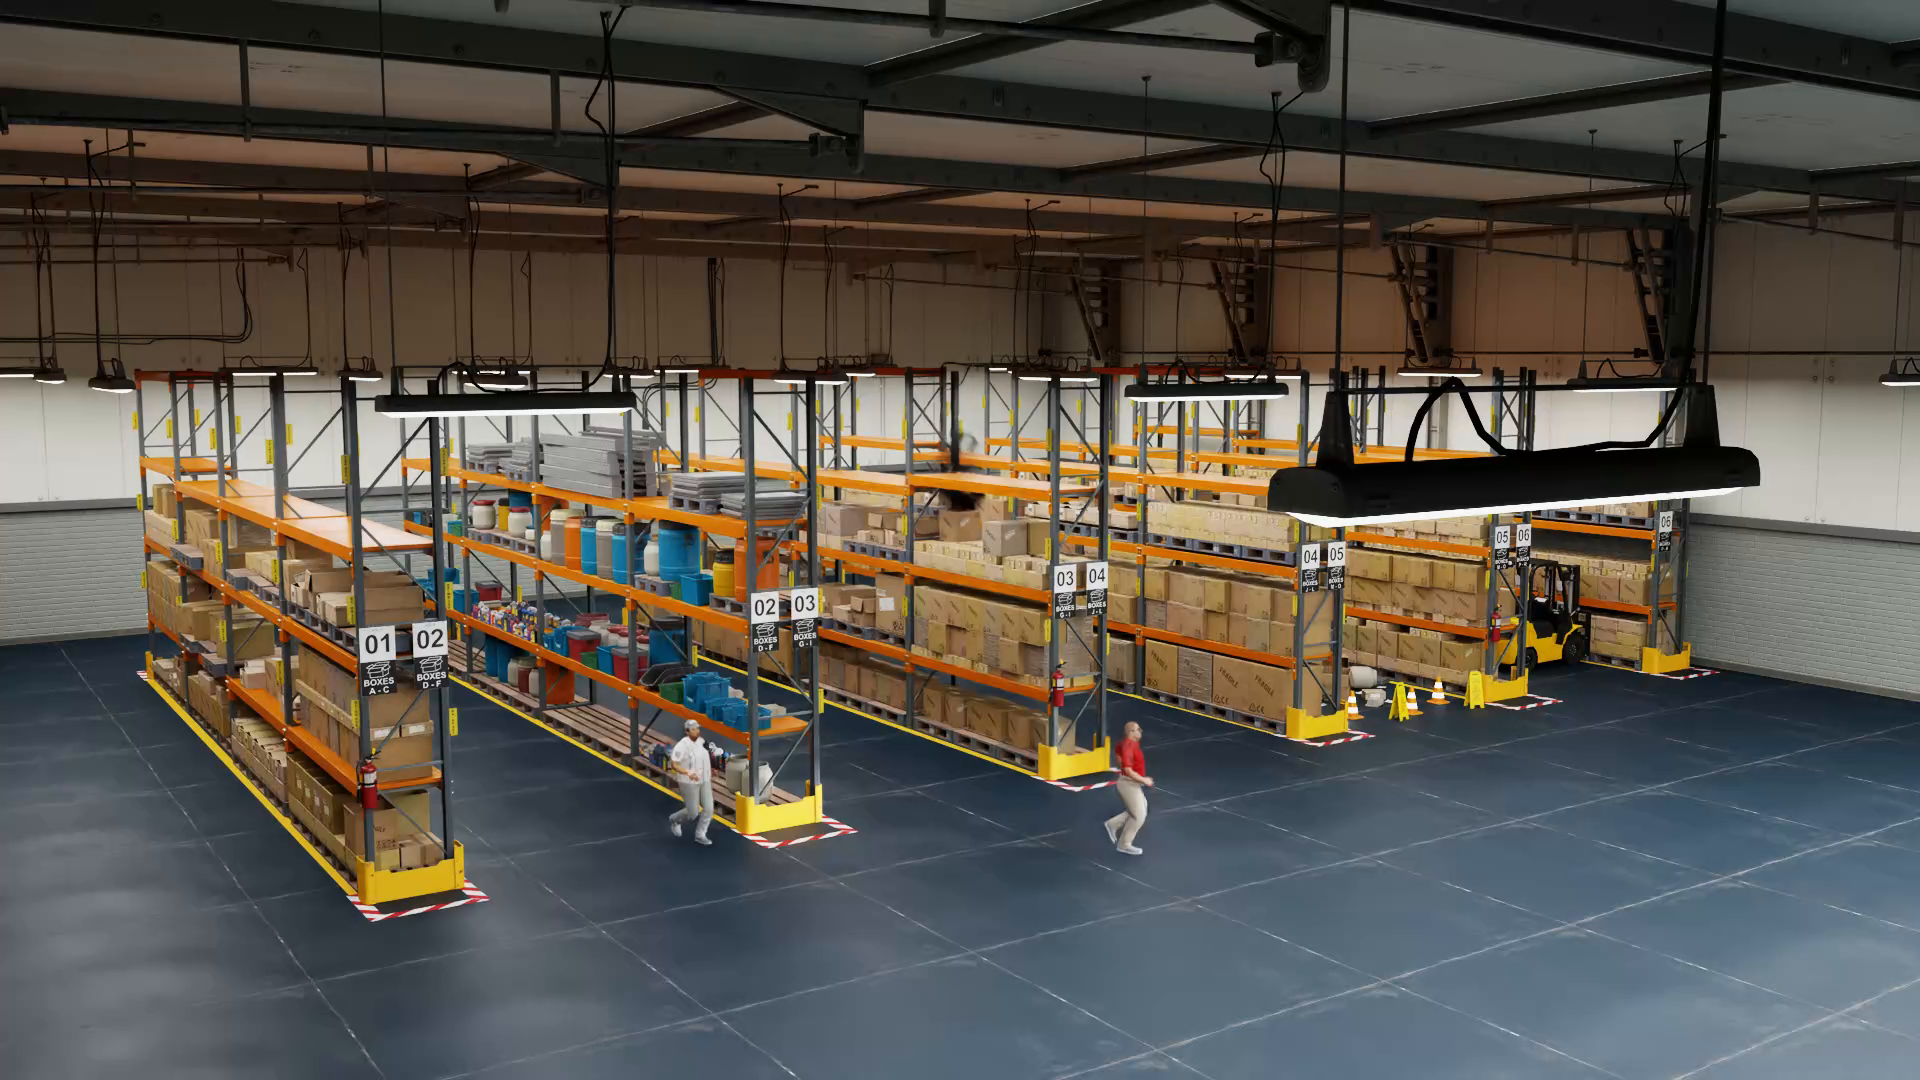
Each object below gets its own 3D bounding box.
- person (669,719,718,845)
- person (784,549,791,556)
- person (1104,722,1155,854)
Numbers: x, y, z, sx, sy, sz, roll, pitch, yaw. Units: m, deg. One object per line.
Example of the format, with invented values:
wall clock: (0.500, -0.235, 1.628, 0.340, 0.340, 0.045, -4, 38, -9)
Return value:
person: (-3.451, 3.115, 21.481, 0.609, 1.603, 0.608, 5, 8, 39)
person: (-4.339, 0.904, 41.314, 0.674, 1.545, 0.573, 6, 9, 43)
person: (2.145, 3.127, 21.081, 0.620, 1.685, 0.698, 0, 6, 1)
